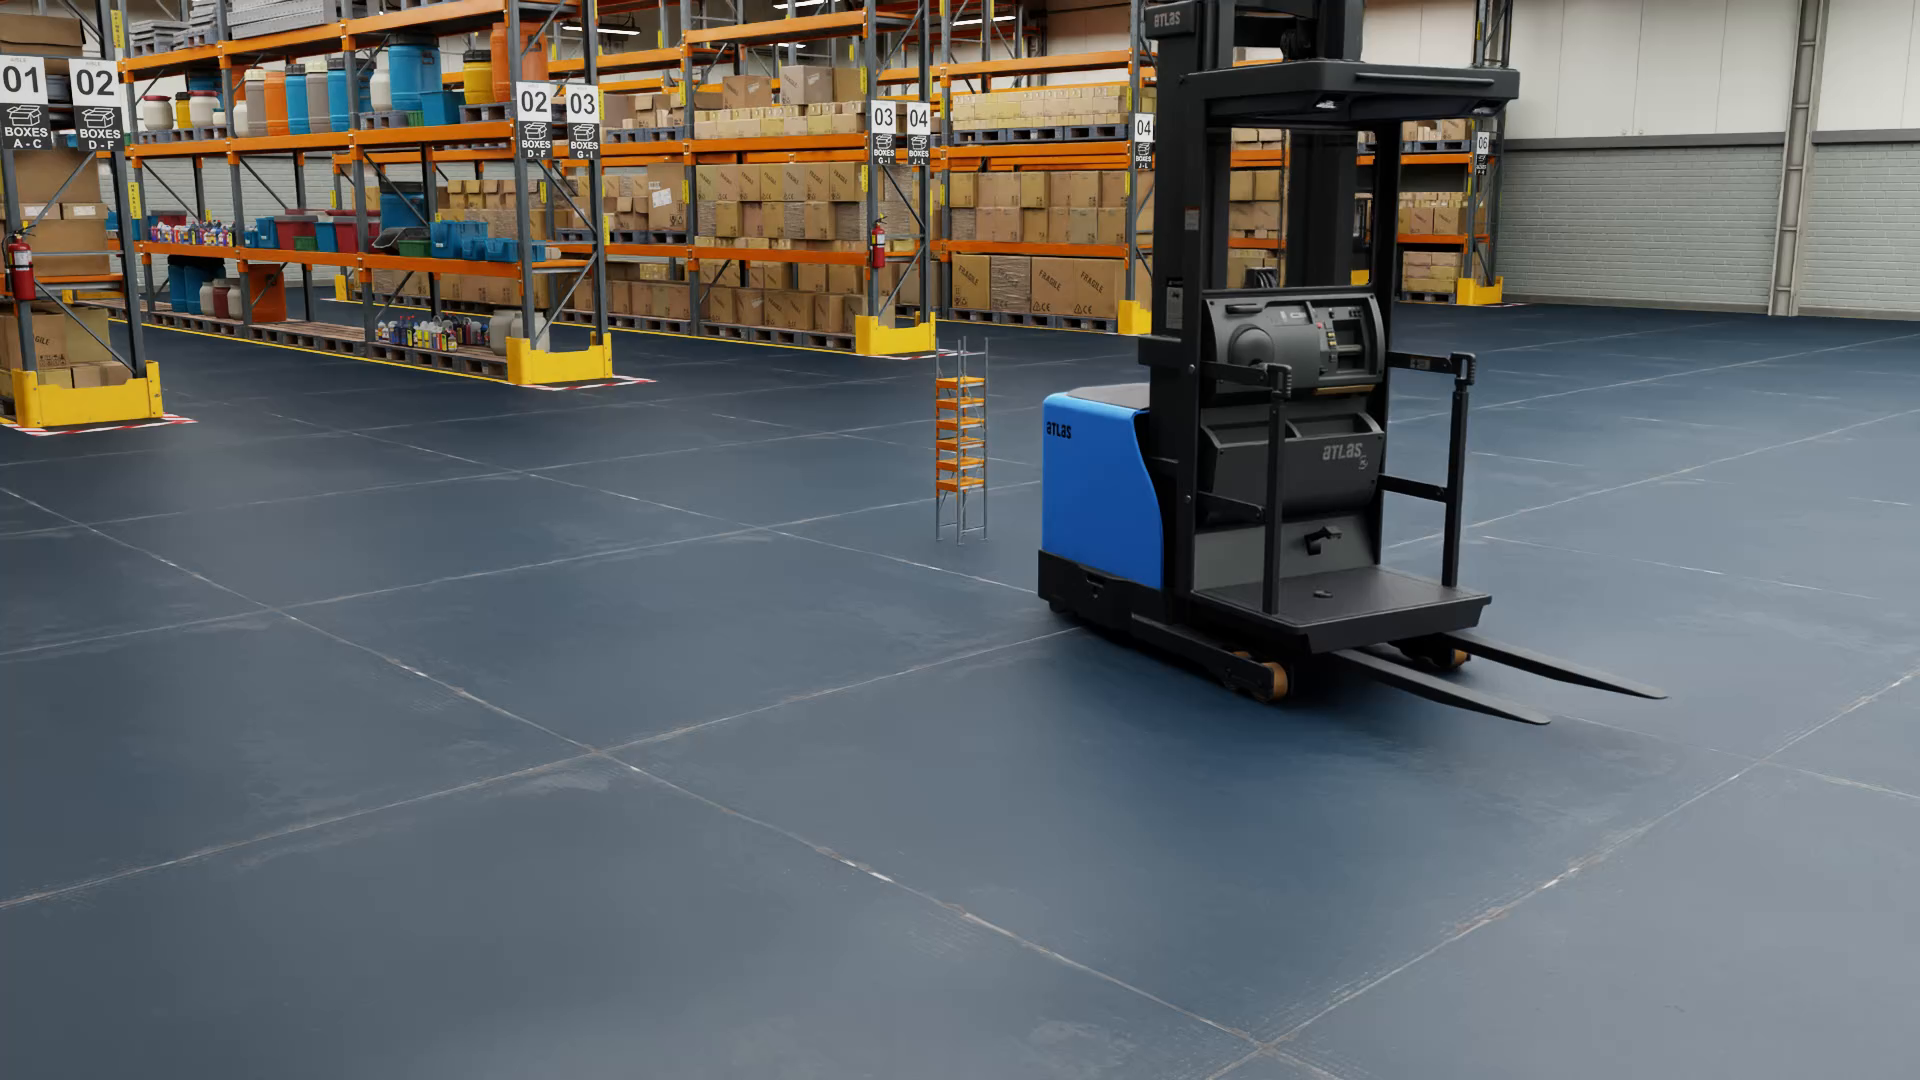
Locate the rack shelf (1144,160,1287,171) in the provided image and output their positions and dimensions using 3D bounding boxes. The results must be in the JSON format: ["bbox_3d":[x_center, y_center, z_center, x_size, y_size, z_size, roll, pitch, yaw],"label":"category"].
[{"bbox_3d":[5.818,-8.011,35.713,1.077,0.370,4.000,-11,16,-43],"label":"rack shelf"}]

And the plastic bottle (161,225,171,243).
[{"bbox_3d":[-12.366,-4.772,25.948,0.152,0.276,0.135,-11,16,-43],"label":"plastic bottle"}]

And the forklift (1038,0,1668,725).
[{"bbox_3d":[1.546,-0.882,6.931,1.130,2.935,3.031,-6,13,-29],"label":"forklift"}]

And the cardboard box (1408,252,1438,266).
[{"bbox_3d":[9.061,-5.465,32.300,0.500,0.250,0.500,-11,16,-42],"label":"cardboard box"}]

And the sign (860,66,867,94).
[{"bbox_3d":[-1.208,-5.774,20.877,0.100,0.325,0.005,-11,16,-43],"label":"sign"}]

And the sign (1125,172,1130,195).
[{"bbox_3d":[2.462,-5.232,24.415,0.100,0.325,0.005,-11,16,-43],"label":"sign"}]

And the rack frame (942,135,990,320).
[{"bbox_3d":[0.102,-5.206,27.747,1.000,3.000,0.127,-11,16,-43],"label":"rack frame"}]

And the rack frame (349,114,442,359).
[{"bbox_3d":[-7.138,-3.839,21.113,1.000,3.000,0.127,-11,16,-43],"label":"rack frame"}]

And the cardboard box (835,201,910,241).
[{"bbox_3d":[-1.153,-4.225,21.998,0.875,0.500,0.500,-11,16,-43],"label":"cardboard box"}]

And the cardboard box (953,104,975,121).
[{"bbox_3d":[0.237,-6.892,26.841,0.500,0.250,0.500,-11,16,-42],"label":"cardboard box"}]

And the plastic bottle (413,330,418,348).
[{"bbox_3d":[-6.571,-2.437,20.149,0.097,0.201,0.097,0,12,0],"label":"plastic bottle"}]

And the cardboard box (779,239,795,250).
[{"bbox_3d":[-2.251,-4.040,22.709,0.380,0.149,0.250,-11,16,-43],"label":"cardboard box"}]

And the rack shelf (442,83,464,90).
[{"bbox_3d":[-10.461,-8.379,31.055,1.077,0.370,4.000,-11,16,-43],"label":"rack shelf"}]

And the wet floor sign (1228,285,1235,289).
[{"bbox_3d":[4.316,-3.741,26.470,0.232,0.644,0.267,8,14,35],"label":"wet floor sign"}]

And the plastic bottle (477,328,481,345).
[{"bbox_3d":[-5.918,-2.518,20.542,0.097,0.201,0.097,0,12,0],"label":"plastic bottle"}]

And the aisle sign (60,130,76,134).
[{"bbox_3d":[-15.689,-6.833,29.202,0.394,0.787,0.004,-11,16,-43],"label":"aisle sign"}]

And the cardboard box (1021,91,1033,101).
[{"bbox_3d":[1.158,-6.875,25.771,0.380,0.149,0.250,-11,16,-43],"label":"cardboard box"}]

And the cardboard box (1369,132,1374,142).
[{"bbox_3d":[8.469,-8.078,32.710,0.797,0.503,0.637,-10,15,-41],"label":"cardboard box"}]

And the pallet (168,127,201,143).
[{"bbox_3d":[-11.265,-6.118,25.206,1.003,0.211,1.213,-11,16,-43],"label":"pallet"}]

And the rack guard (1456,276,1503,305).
[{"bbox_3d":[9.978,-4.791,31.928,1.175,0.500,0.348,-11,16,-43],"label":"rack guard"}]

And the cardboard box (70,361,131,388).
[{"bbox_3d":[-8.170,-1.534,15.698,0.500,0.250,0.500,-11,16,-43],"label":"cardboard box"}]

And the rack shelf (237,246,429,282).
[{"bbox_3d":[-8.519,-3.779,22.603,1.077,0.370,4.000,-11,16,-43],"label":"rack shelf"}]

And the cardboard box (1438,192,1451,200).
[{"bbox_3d":[9.369,-6.586,31.852,0.380,0.149,0.250,-11,16,-42],"label":"cardboard box"}]

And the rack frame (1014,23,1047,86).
[{"bbox_3d":[1.675,-10.709,39.588,1.000,3.000,0.127,-11,16,-43],"label":"rack frame"}]

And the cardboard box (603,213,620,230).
[{"bbox_3d":[-5.327,-4.969,25.927,0.500,0.250,0.500,11,16,44],"label":"cardboard box"}]

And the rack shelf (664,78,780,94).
[{"bbox_3d":[-4.042,-8.472,31.505,1.077,0.370,4.000,-11,16,-43],"label":"rack shelf"}]

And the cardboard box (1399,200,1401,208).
[{"bbox_3d":[8.616,-6.581,32.566,0.380,0.149,0.250,-11,16,-42],"label":"cardboard box"}]

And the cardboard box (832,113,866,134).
[{"bbox_3d":[-1.310,-5.376,21.512,0.500,0.250,0.500,-10,16,-41],"label":"cardboard box"}]

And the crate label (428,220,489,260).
[{"bbox_3d":[-5.842,-3.504,19.397,0.502,0.435,0.616,-11,16,-43],"label":"crate label"}]

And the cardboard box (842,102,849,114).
[{"bbox_3d":[-1.305,-5.588,21.552,0.250,0.149,0.380,11,16,43],"label":"cardboard box"}]

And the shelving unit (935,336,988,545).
[{"bbox_3d":[0.010,-0.586,9.780,0.258,1.200,0.189,-11,16,-43],"label":"shelving unit"}]

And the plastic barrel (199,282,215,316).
[{"bbox_3d":[-11.485,-3.714,25.630,0.421,0.512,0.421,0,12,0],"label":"plastic barrel"}]

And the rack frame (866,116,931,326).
[{"bbox_3d":[-0.793,-3.946,21.630,1.000,3.000,0.127,-11,16,-43],"label":"rack frame"}]

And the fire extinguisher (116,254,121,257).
[{"bbox_3d":[-15.200,-5.456,30.074,0.296,0.674,0.183,-11,16,-43],"label":"fire extinguisher"}]

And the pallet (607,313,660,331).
[{"bbox_3d":[-4.941,-3.455,26.160,1.003,0.211,1.213,-11,16,-43],"label":"pallet"}]

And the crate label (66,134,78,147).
[{"bbox_3d":[-15.021,-6.807,28.454,0.408,0.251,0.502,-11,16,-43],"label":"crate label"}]

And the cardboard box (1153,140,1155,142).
[{"bbox_3d":[3.718,-7.350,30.352,0.500,0.250,0.500,-11,16,-44],"label":"cardboard box"}]

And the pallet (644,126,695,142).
[{"bbox_3d":[-3.905,-6.012,24.689,1.213,0.211,1.003,-11,16,-43],"label":"pallet"}]

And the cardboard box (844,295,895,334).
[{"bbox_3d":[-1.212,-3.021,22.294,0.500,0.500,0.500,-7,14,-32],"label":"cardboard box"}]

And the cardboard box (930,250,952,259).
[{"bbox_3d":[-0.180,-5.903,35.352,0.875,0.875,0.875,-11,16,-42],"label":"cardboard box"}]

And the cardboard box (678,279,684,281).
[{"bbox_3d":[-5.626,-5.320,34.323,0.380,0.149,0.250,-10,15,-41],"label":"cardboard box"}]

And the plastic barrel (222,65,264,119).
[{"bbox_3d":[-10.290,-6.392,23.963,0.600,0.830,0.708,-11,16,-43],"label":"plastic barrel"}]

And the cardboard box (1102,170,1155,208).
[{"bbox_3d":[2.636,-5.284,25.078,0.875,0.550,0.550,-11,16,-43],"label":"cardboard box"}]

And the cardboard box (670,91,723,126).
[{"bbox_3d":[-3.808,-6.337,24.508,0.637,0.503,0.797,11,16,42],"label":"cardboard box"}]

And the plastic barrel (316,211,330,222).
[{"bbox_3d":[-8.744,-4.296,23.053,0.421,0.512,0.421,0,12,0],"label":"plastic barrel"}]

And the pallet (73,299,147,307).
[{"bbox_3d":[-14.883,-4.099,29.285,1.003,0.211,1.213,-11,16,-43],"label":"pallet"}]

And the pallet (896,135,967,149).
[{"bbox_3d":[-0.567,-6.708,28.079,1.217,0.209,0.805,11,16,43],"label":"pallet"}]

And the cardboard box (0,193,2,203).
[{"bbox_3d":[-8.677,-3.404,15.537,0.500,0.500,0.700,11,16,44],"label":"cardboard box"}]

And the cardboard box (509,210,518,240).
[{"bbox_3d":[-7.178,-5.273,27.826,0.500,0.500,0.500,-11,16,-43],"label":"cardboard box"}]

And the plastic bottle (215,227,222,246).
[{"bbox_3d":[-10.848,-4.441,24.353,0.097,0.271,0.097,0,12,0],"label":"plastic bottle"}]

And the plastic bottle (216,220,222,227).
[{"bbox_3d":[-11.663,-4.867,26.225,0.144,0.351,0.185,-11,16,-43],"label":"plastic bottle"}]

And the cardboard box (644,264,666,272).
[{"bbox_3d":[-6.239,-5.557,34.001,0.380,0.149,0.250,-11,16,-43],"label":"cardboard box"}]

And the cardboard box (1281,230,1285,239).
[{"bbox_3d":[5.706,-5.250,28.583,0.380,0.149,0.250,-11,16,-43],"label":"cardboard box"}]

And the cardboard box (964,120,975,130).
[{"bbox_3d":[0.288,-6.669,26.747,0.380,0.149,0.250,-11,16,-42],"label":"cardboard box"}]
